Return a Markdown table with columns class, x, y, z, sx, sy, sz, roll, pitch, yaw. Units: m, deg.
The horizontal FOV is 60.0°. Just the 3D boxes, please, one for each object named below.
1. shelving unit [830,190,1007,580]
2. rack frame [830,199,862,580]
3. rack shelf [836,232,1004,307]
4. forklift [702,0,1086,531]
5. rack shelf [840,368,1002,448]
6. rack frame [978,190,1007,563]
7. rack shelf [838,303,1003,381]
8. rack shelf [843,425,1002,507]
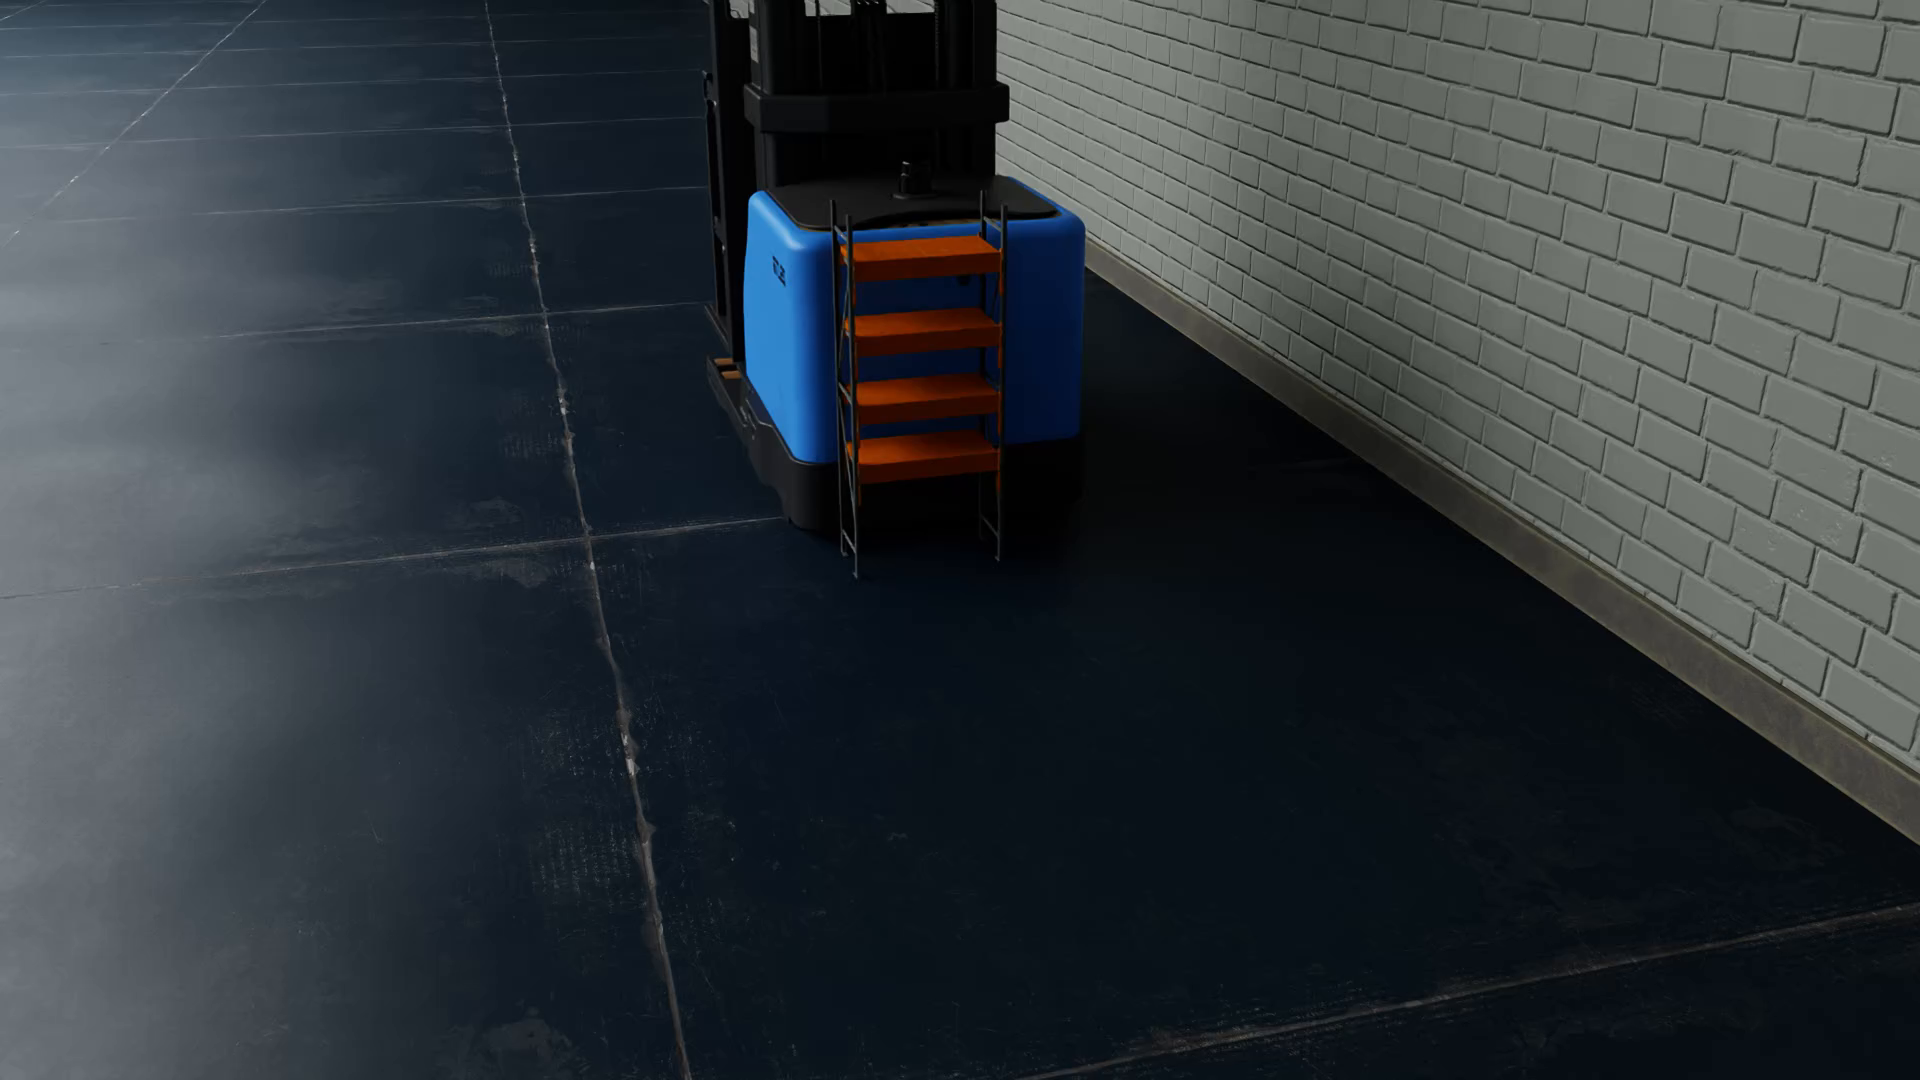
| class | x | y | z | sx | sy | sz | roll | pitch | yaw |
| --- | --- | --- | --- | --- | --- | --- | --- | --- | --- |
| shelving unit | -0.129 | -0.493 | 5.376 | 0.503 | 1.200 | 0.258 | -7 | 24 | -15 |
| rack frame | -0.363 | -0.466 | 5.314 | 0.015 | 1.200 | 0.240 | -7 | 24 | -15 |
| rack shelf | -0.129 | -0.854 | 5.221 | 0.480 | 0.148 | 0.258 | -7 | 24 | -15 |
| forklift | -0.465 | -1.933 | 6.537 | 1.130 | 2.935 | 3.031 | -7 | 24 | -15 |
| rack shelf | -0.129 | -0.431 | 5.403 | 0.480 | 0.148 | 0.258 | -7 | 24 | -15 |
| rack frame | 0.105 | -0.520 | 5.439 | 0.015 | 1.200 | 0.240 | -7 | 24 | -15 |
| rack shelf | -0.129 | -0.636 | 5.315 | 0.480 | 0.148 | 0.258 | -7 | 24 | -15 |
| rack shelf | -0.129 | -0.249 | 5.482 | 0.480 | 0.148 | 0.258 | -7 | 24 | -15 |
